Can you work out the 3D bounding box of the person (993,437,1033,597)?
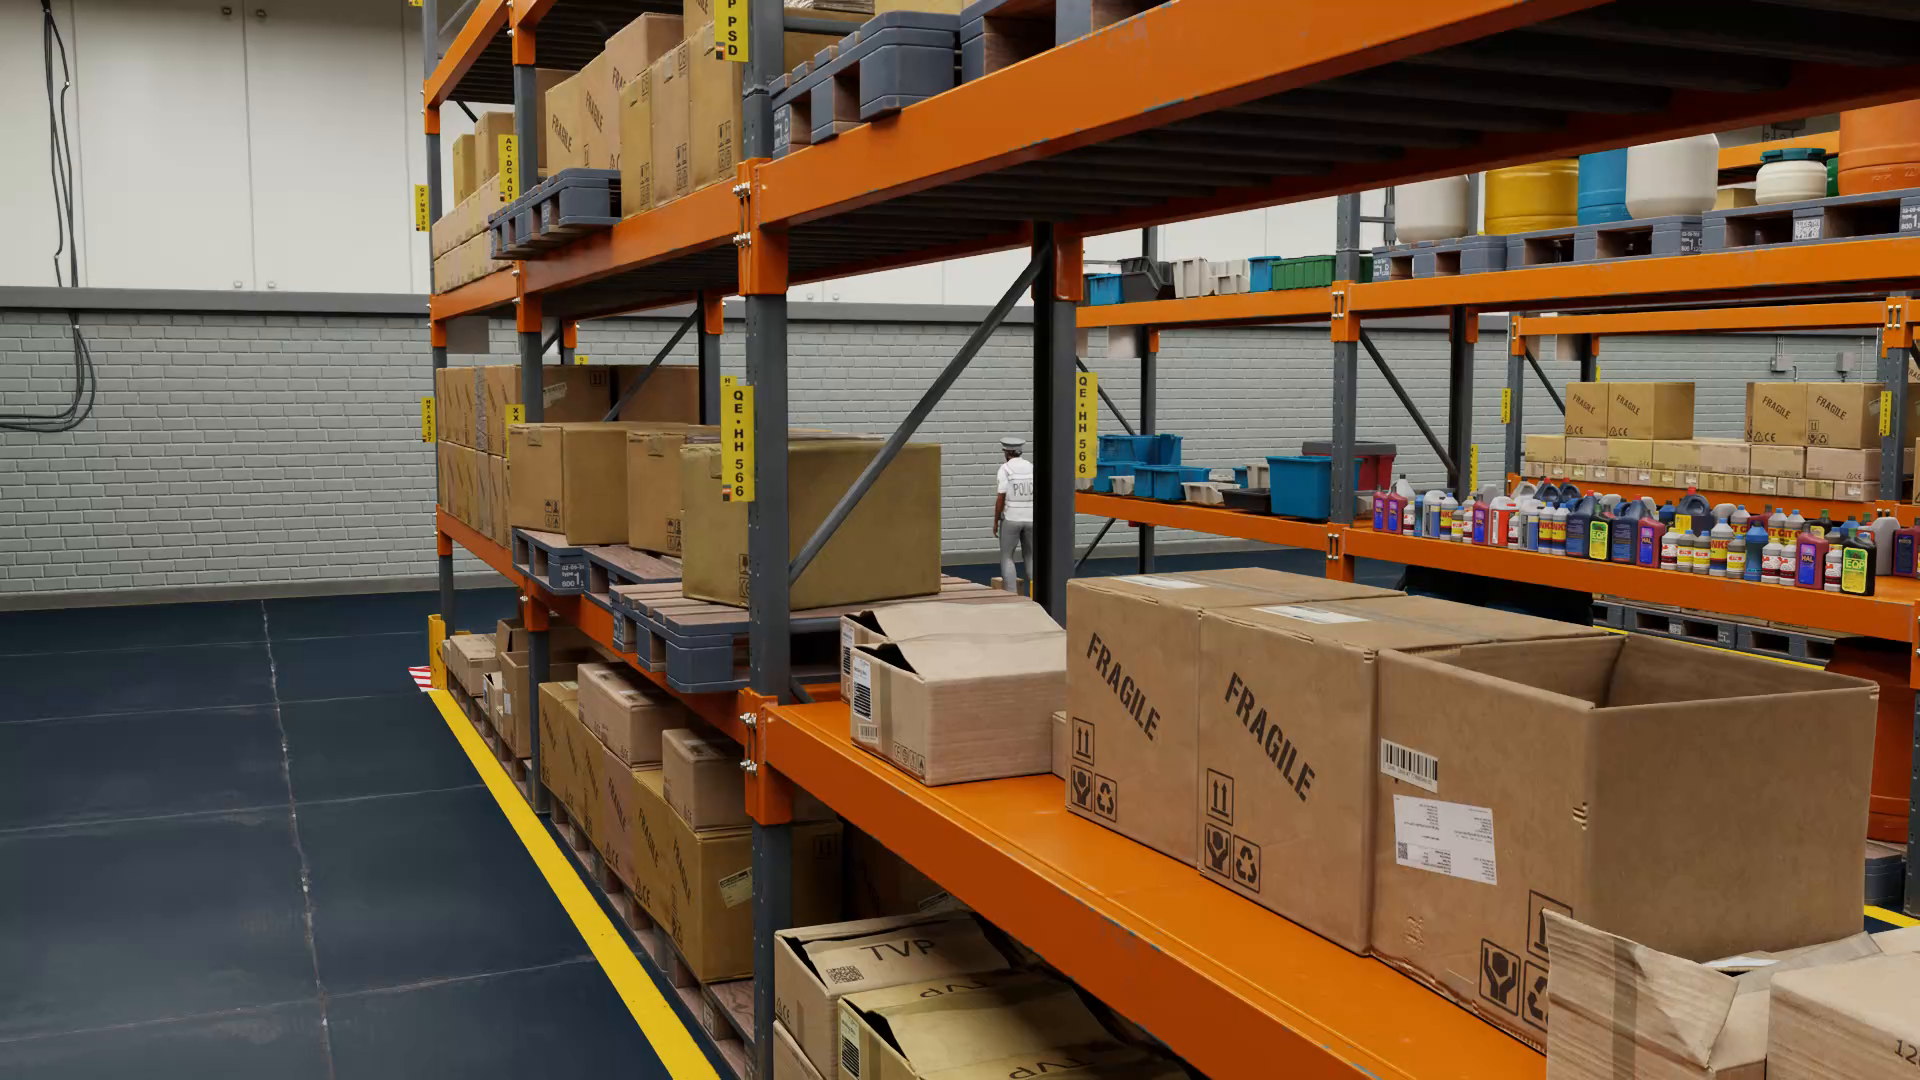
[{"bbox_3d":[0.571,-0.172,16.278,0.527,1.662,0.393,-3,6,-26],"label":"person"}]
